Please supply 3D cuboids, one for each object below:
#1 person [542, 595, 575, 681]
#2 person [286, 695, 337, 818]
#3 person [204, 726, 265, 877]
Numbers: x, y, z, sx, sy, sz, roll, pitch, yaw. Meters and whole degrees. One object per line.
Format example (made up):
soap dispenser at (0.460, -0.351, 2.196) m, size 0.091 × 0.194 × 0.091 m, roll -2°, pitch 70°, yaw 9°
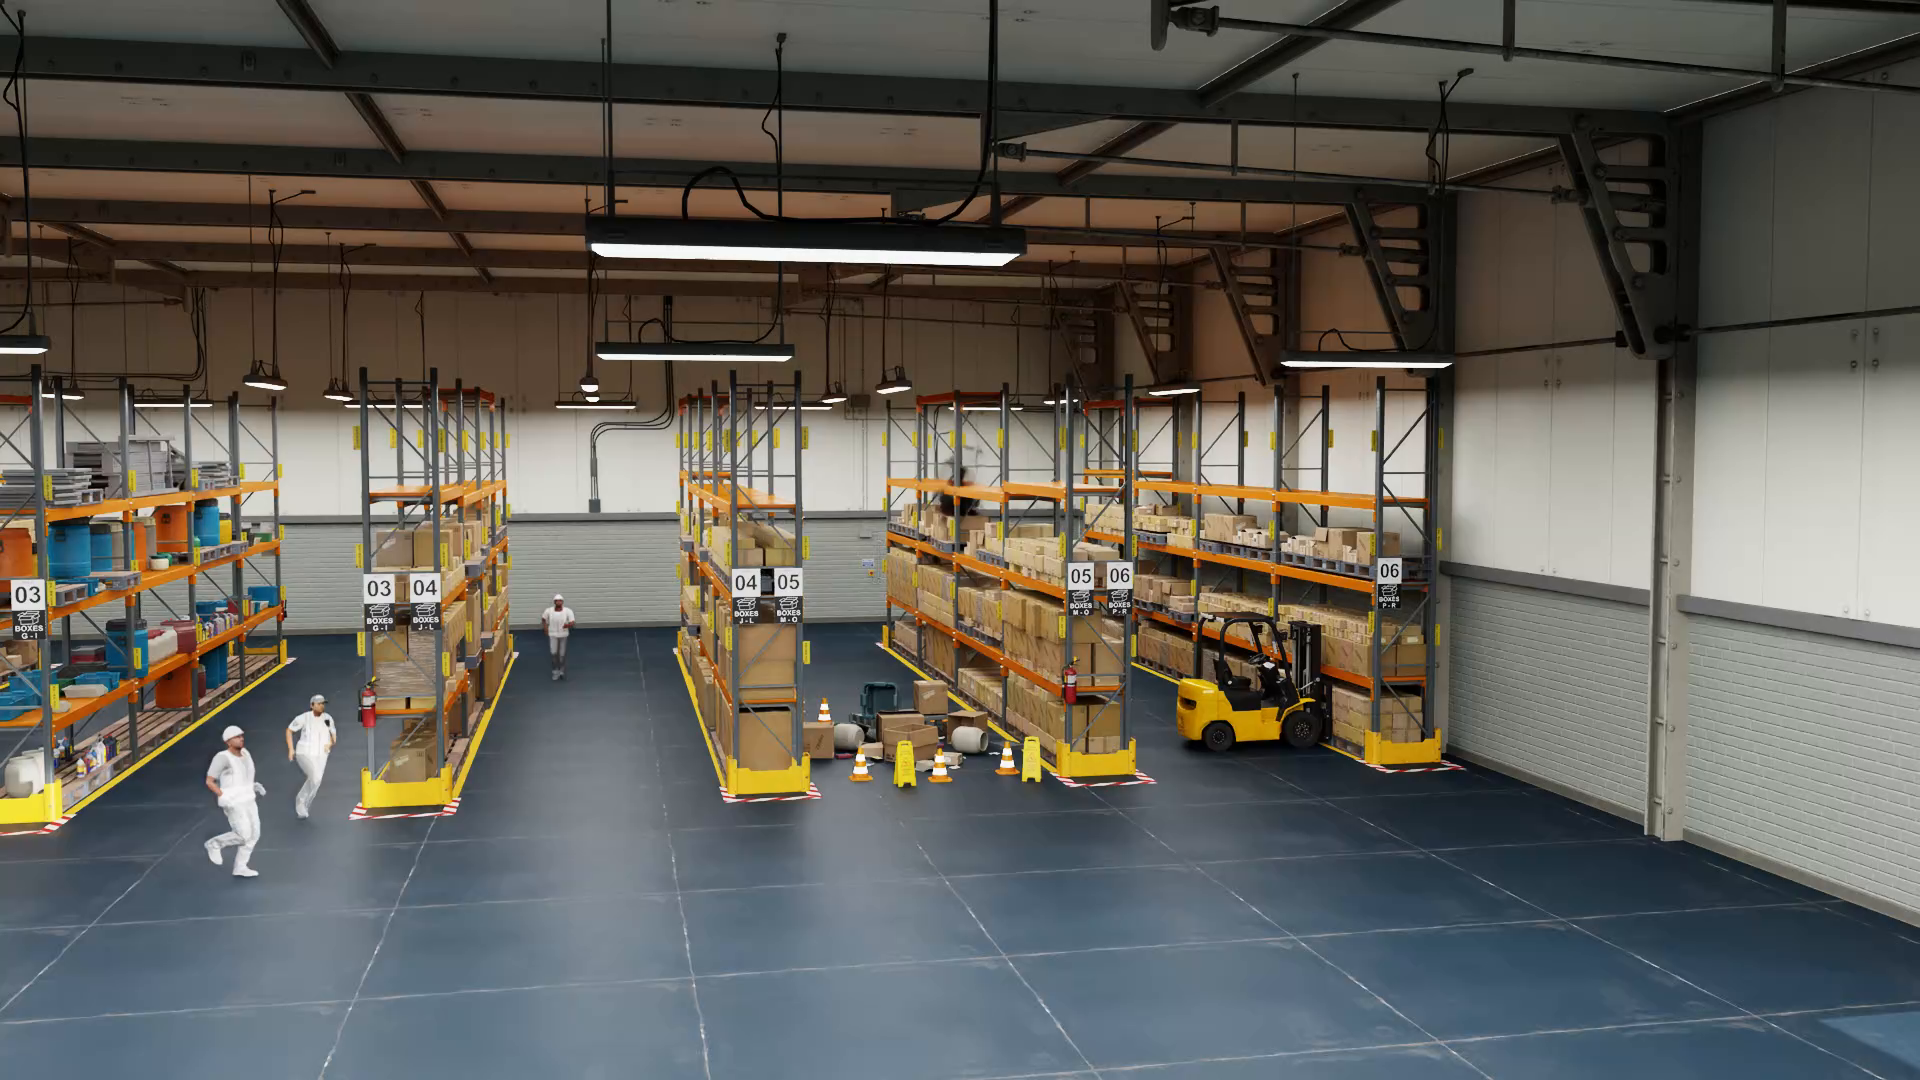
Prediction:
person at (-8.447, 2.058, 34.981) m, size 0.681 × 1.828 × 0.673 m, roll -1°, pitch 3°, yaw -13°
person at (-8.559, 2.875, 22.123) m, size 0.576 × 1.610 × 0.605 m, roll 3°, pitch 5°, yaw 42°
person at (-8.354, 2.999, 19.128) m, size 0.605 × 1.735 × 0.686 m, roll 1°, pitch 3°, yaw 13°
